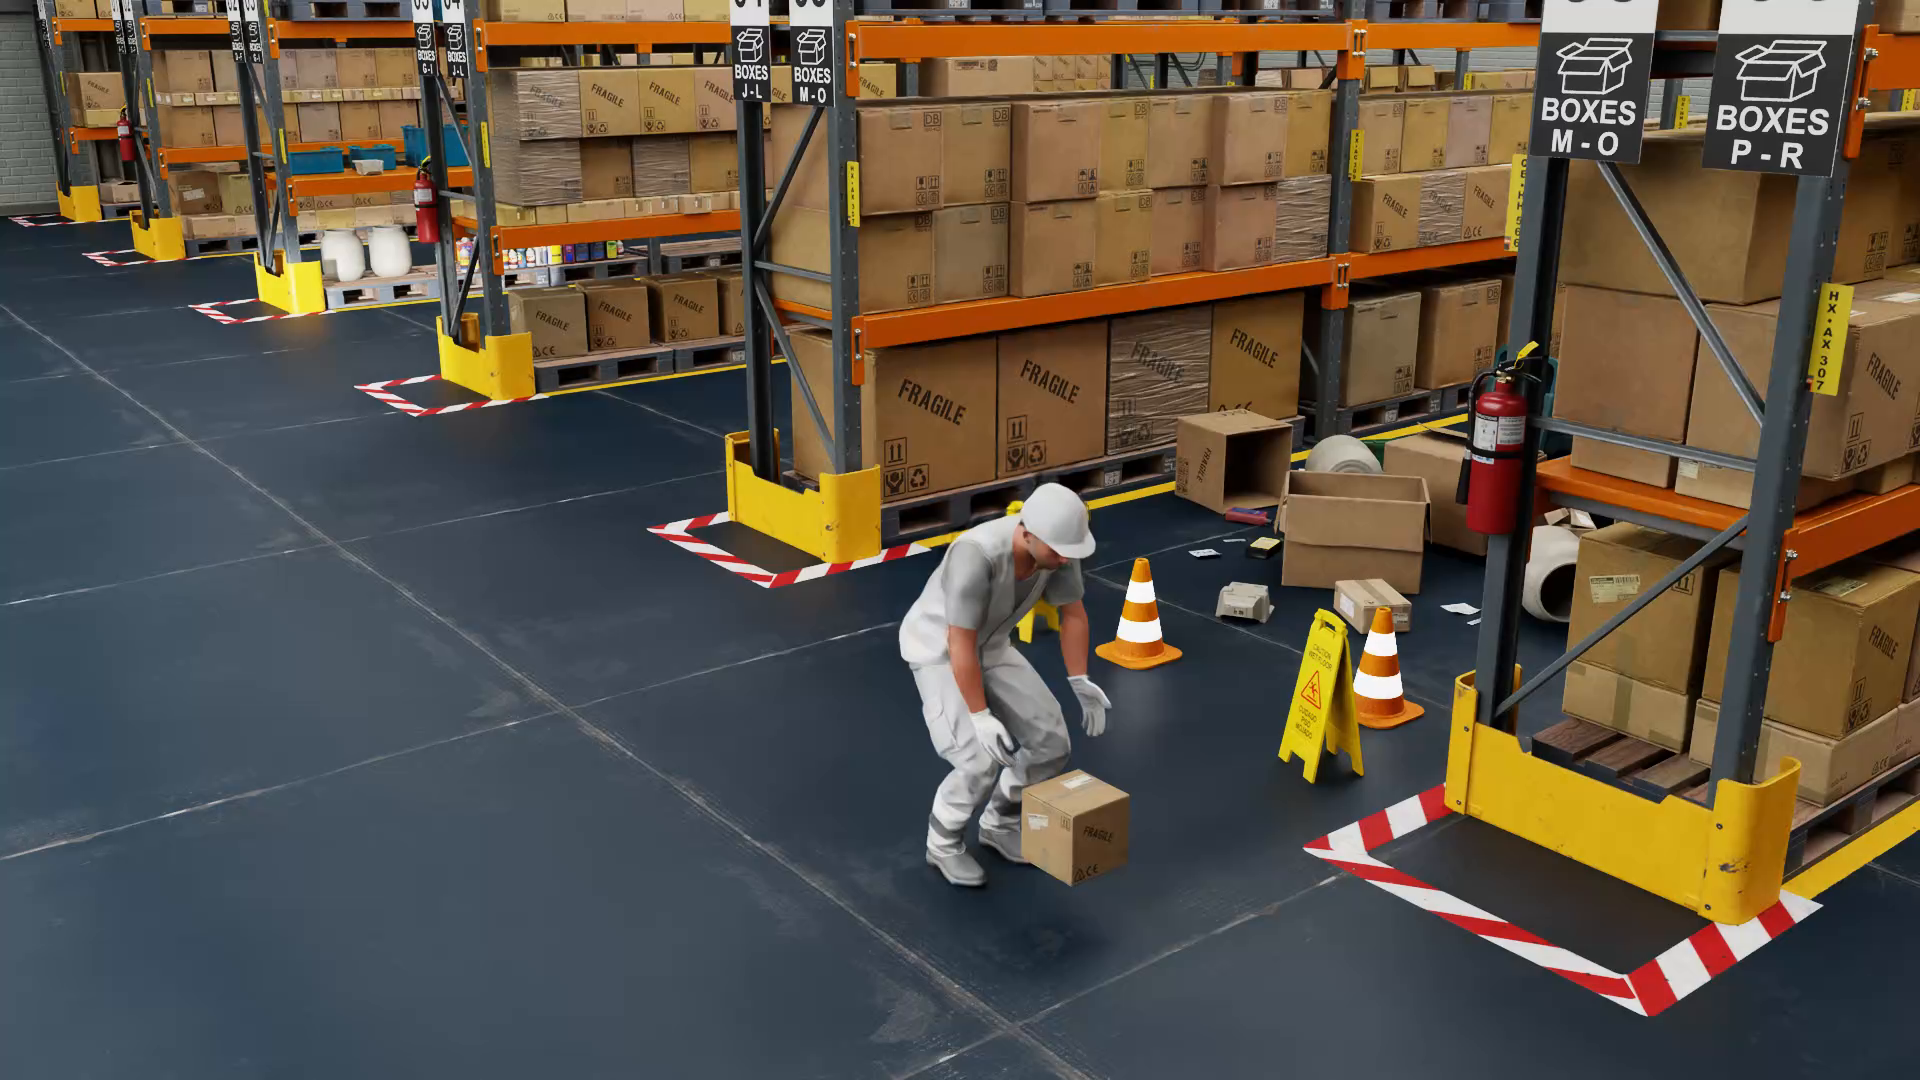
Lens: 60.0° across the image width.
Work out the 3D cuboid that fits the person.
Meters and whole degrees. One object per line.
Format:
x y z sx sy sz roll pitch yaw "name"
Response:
0.153 0.456 5.642 0.583 1.443 0.749 -13 22 -36 "person"
